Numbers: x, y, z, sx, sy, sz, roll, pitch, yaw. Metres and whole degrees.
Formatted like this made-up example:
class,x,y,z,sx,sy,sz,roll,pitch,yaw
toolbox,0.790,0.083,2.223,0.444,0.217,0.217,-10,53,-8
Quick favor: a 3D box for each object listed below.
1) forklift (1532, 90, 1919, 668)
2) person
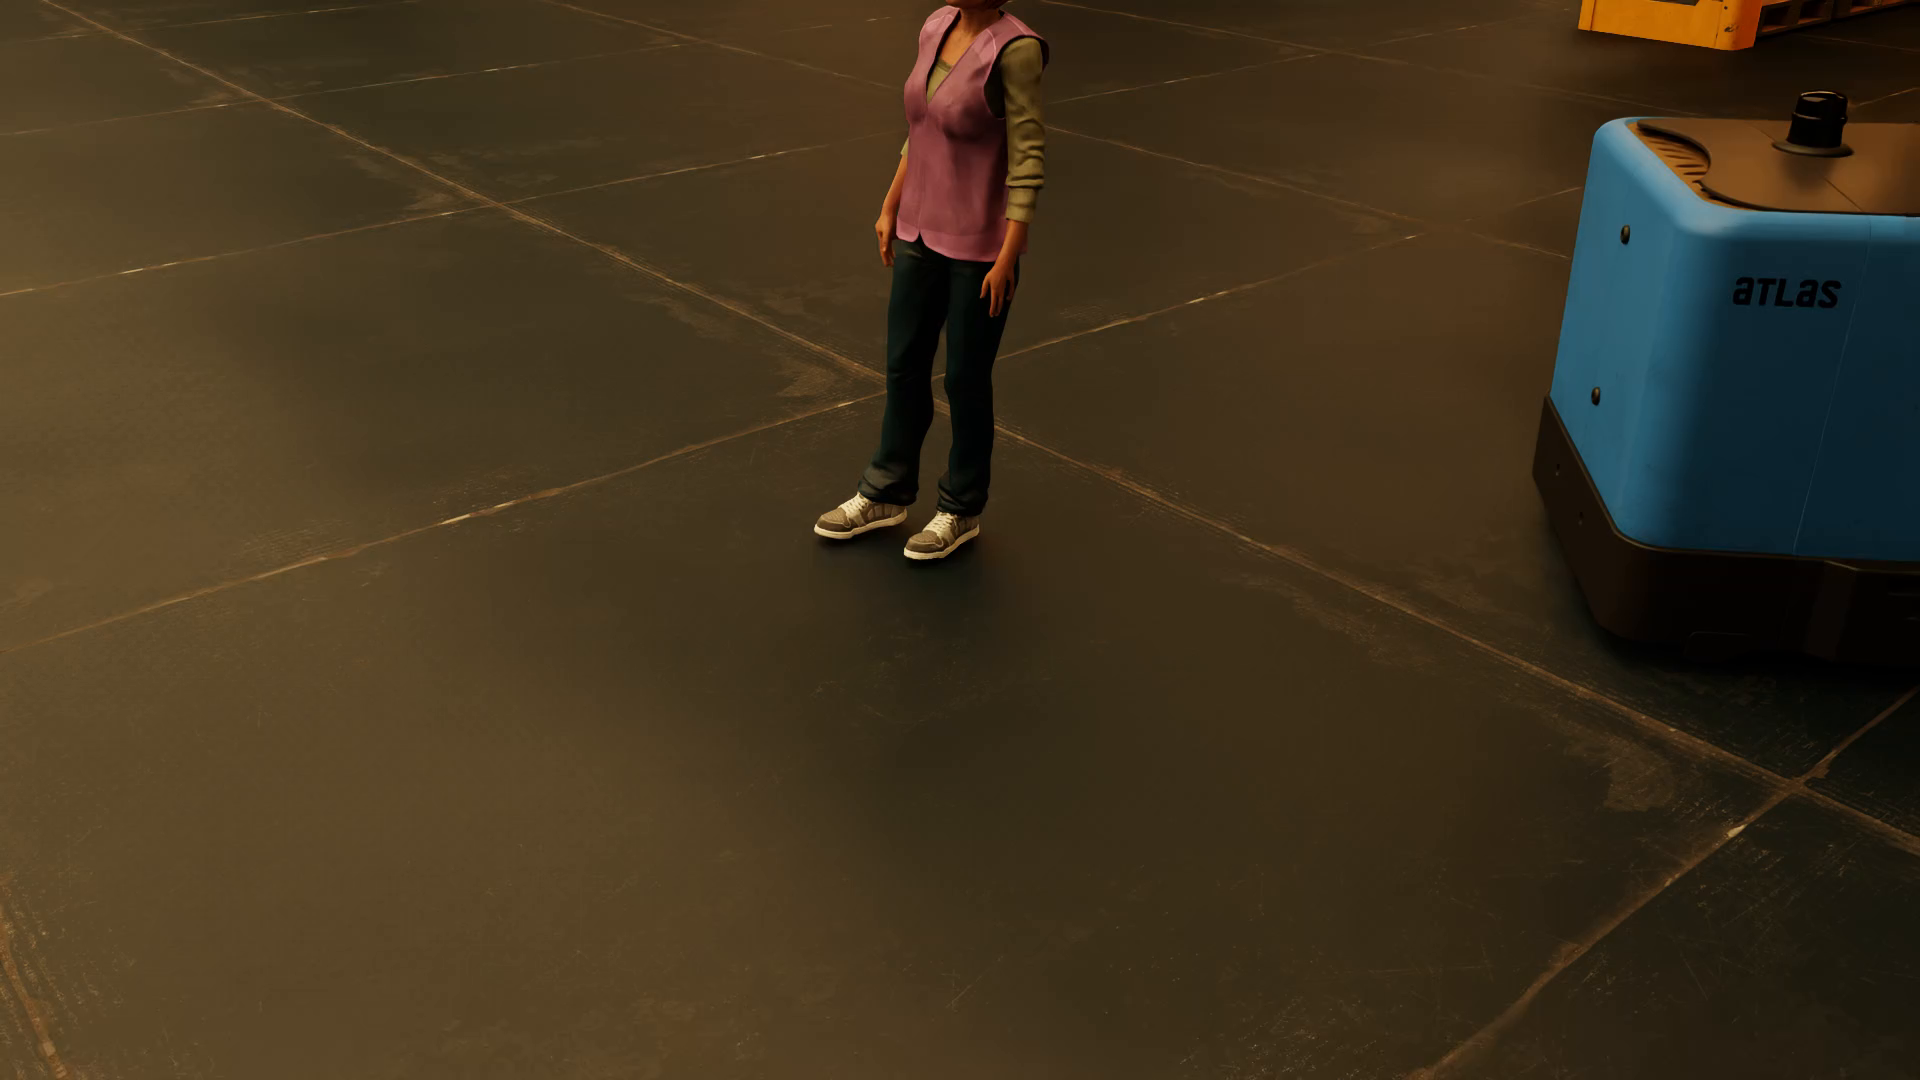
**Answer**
class,x,y,z,sx,sy,sz,roll,pitch,yaw
forklift,3.067,-1.158,3.537,3.031,2.935,1.130,3,27,7
person,-0.066,-0.705,4.109,0.472,1.600,0.520,-20,33,-35
